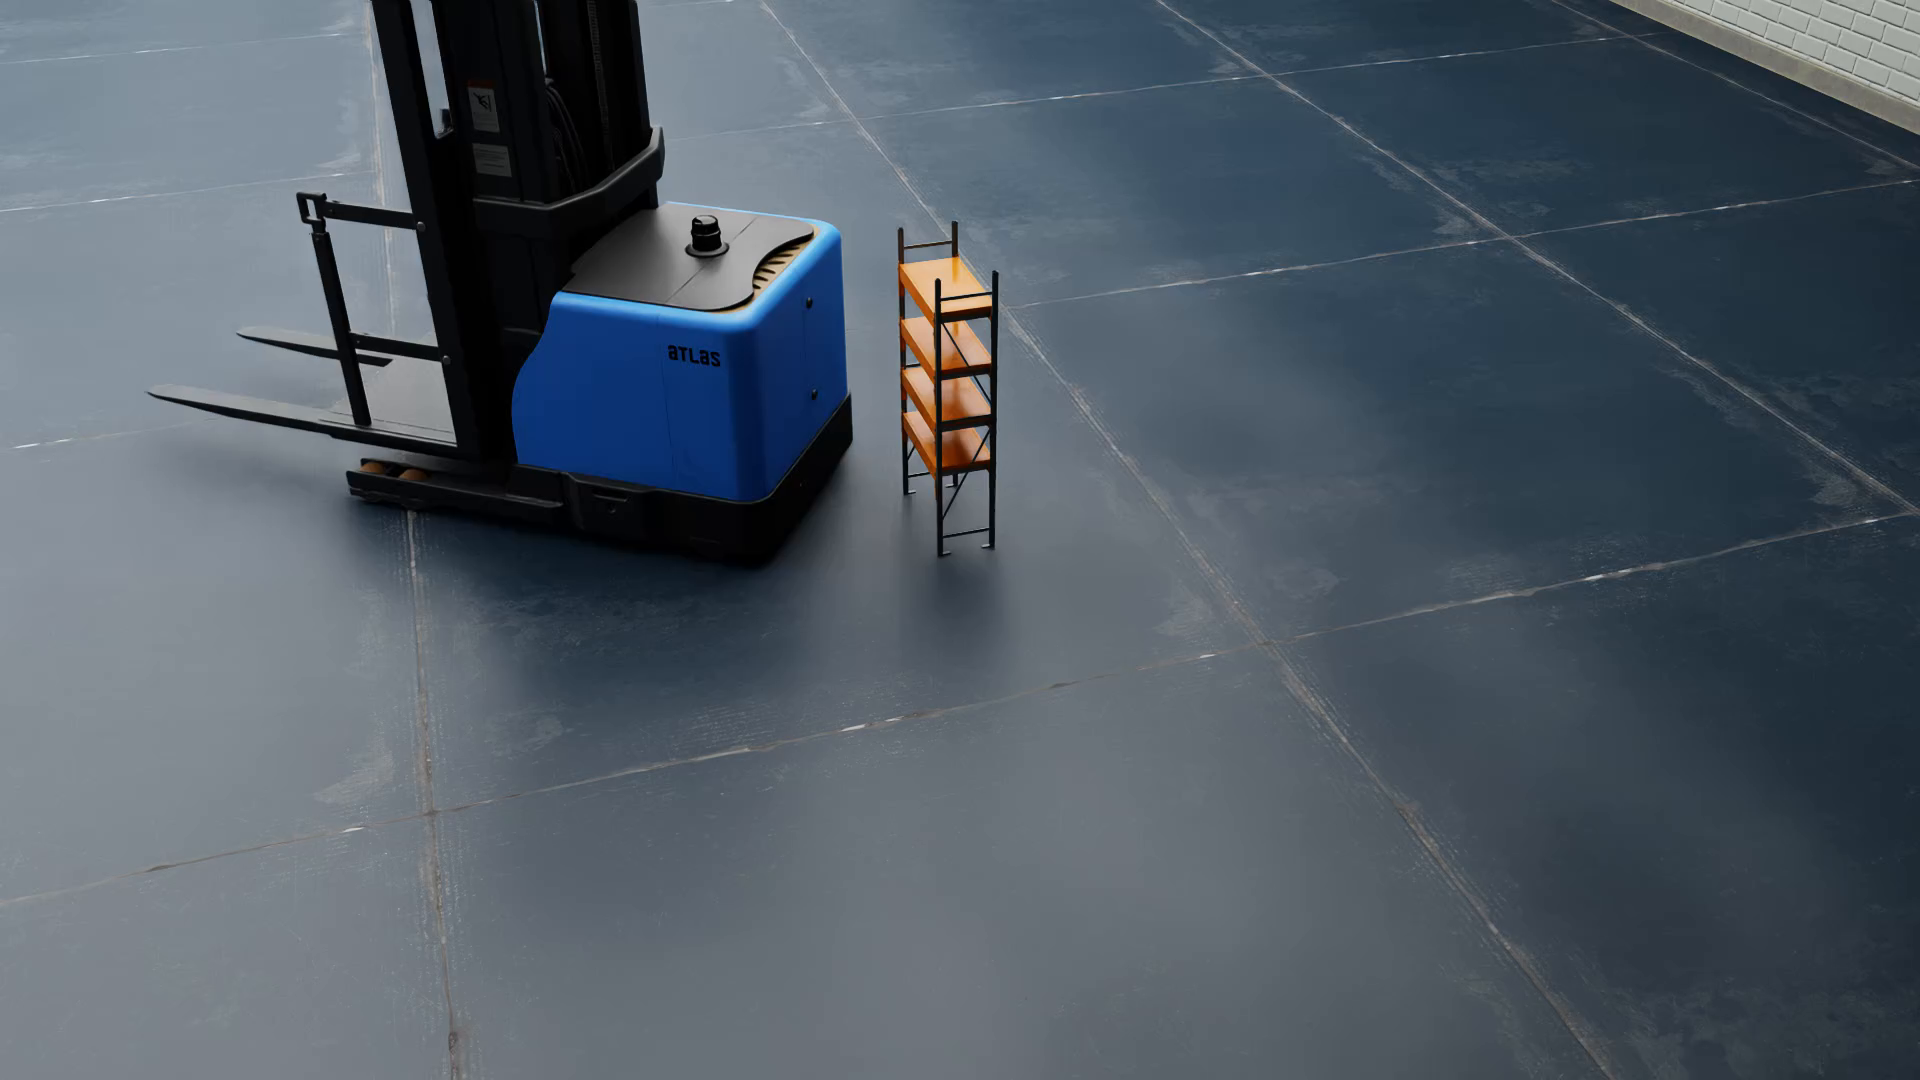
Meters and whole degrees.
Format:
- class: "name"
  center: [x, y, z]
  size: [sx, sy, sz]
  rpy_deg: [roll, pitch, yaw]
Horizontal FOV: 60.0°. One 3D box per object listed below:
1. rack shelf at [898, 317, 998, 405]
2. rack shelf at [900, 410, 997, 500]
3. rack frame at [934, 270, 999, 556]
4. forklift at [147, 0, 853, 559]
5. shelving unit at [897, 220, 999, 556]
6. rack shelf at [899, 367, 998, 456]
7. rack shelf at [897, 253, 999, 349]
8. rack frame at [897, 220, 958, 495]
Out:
- class: "rack shelf"
  center: [-0.050, -0.718, 6.465]
  size: [0.258, 0.148, 0.480]
  rpy_deg: [-10, 35, -15]
- class: "rack shelf"
  center: [-0.050, -0.366, 6.697]
  size: [0.258, 0.148, 0.480]
  rpy_deg: [-10, 35, -15]
- class: "rack frame"
  center: [0.024, -0.459, 6.357]
  size: [0.240, 1.200, 0.015]
  rpy_deg: [-10, 35, -15]
- class: "forklift"
  center: [-2.044, -1.614, 6.534]
  size: [3.031, 2.935, 1.130]
  rpy_deg: [10, 35, 15]
- class: "shelving unit"
  center: [-0.050, -0.587, 6.551]
  size: [0.258, 1.200, 0.503]
  rpy_deg: [-10, 35, -15]
- class: "rack shelf"
  center: [-0.050, -0.531, 6.588]
  size: [0.258, 0.148, 0.480]
  rpy_deg: [-10, 35, -15]
- class: "rack shelf"
  center: [-0.050, -0.915, 6.334]
  size: [0.258, 0.148, 0.480]
  rpy_deg: [-10, 35, -15]
- class: "rack frame"
  center: [-0.125, -0.716, 6.745]
  size: [0.240, 1.200, 0.015]
  rpy_deg: [-10, 35, -15]
